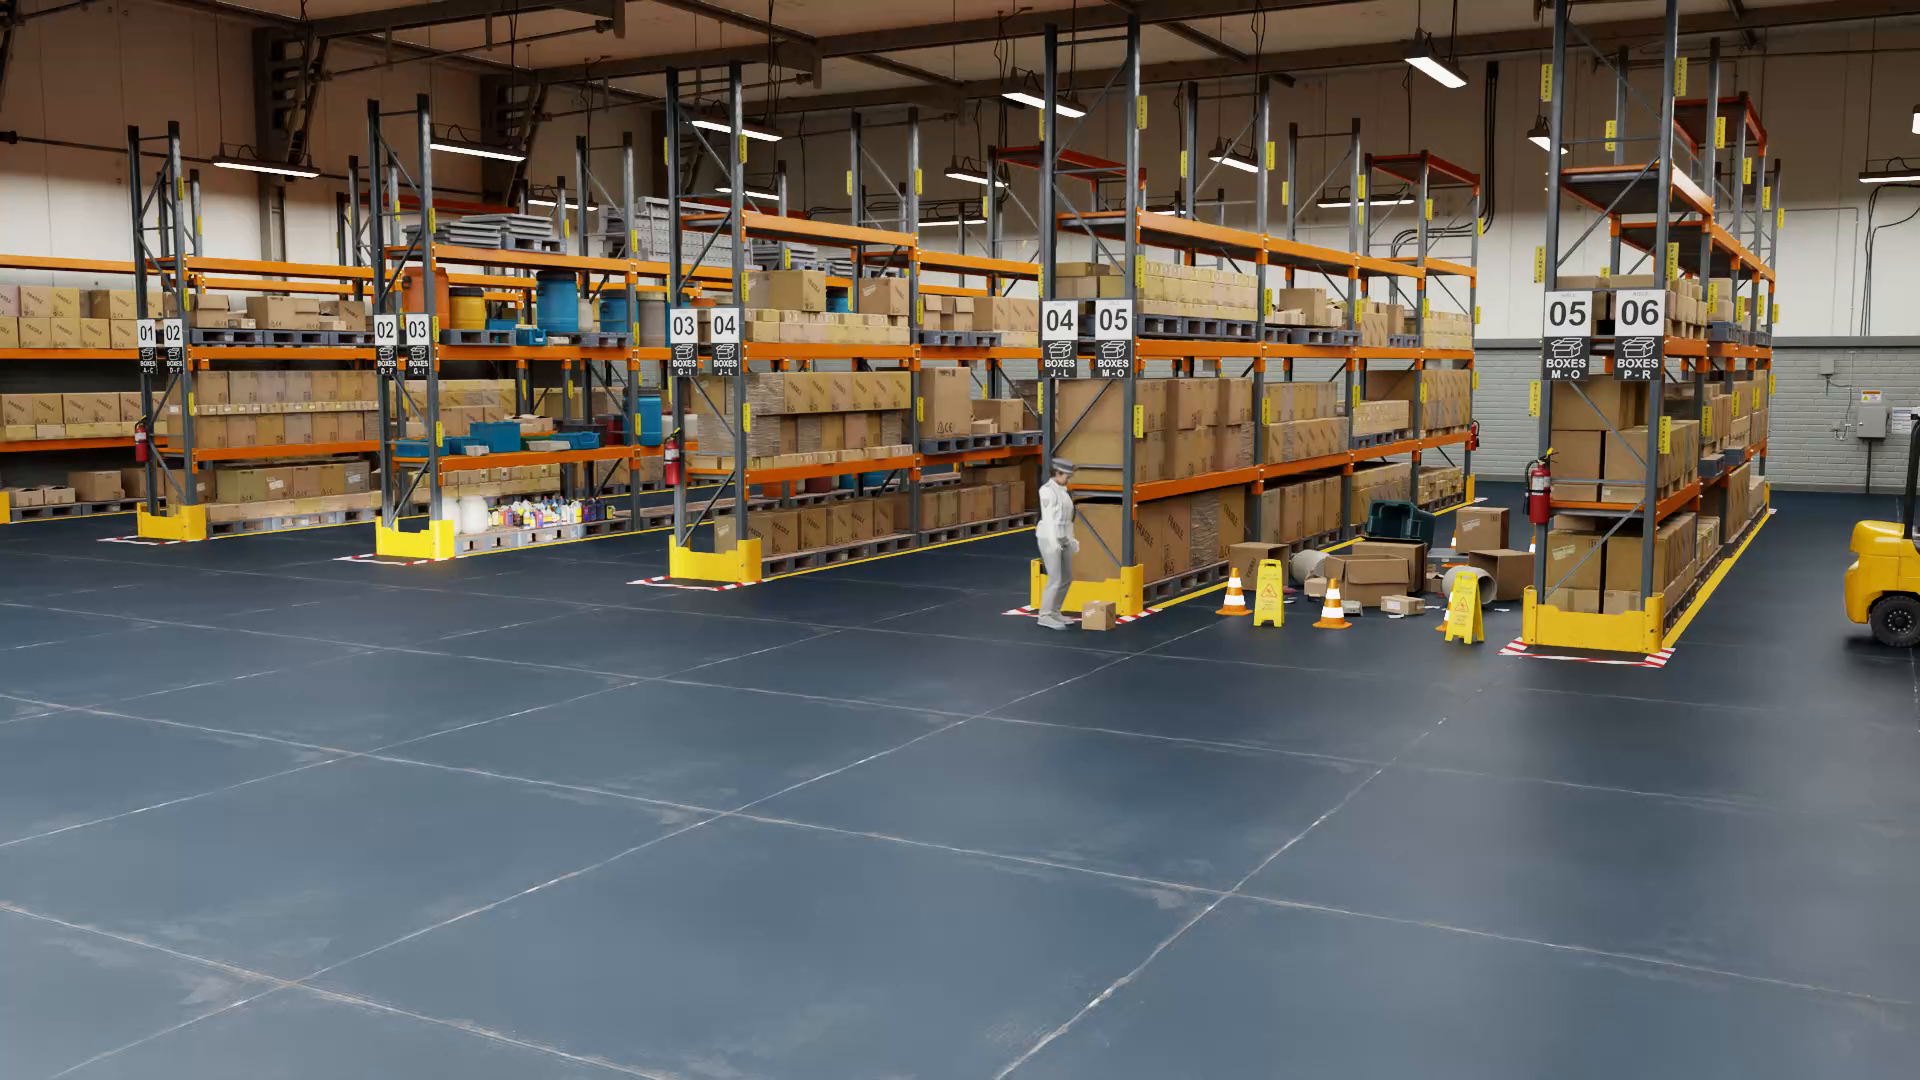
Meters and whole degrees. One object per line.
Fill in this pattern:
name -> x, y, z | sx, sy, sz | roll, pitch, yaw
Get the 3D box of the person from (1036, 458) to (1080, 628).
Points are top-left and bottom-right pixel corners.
person -> 0.960, 0.019, 16.298 | 0.382, 1.651, 0.485 | 3, 7, 30
